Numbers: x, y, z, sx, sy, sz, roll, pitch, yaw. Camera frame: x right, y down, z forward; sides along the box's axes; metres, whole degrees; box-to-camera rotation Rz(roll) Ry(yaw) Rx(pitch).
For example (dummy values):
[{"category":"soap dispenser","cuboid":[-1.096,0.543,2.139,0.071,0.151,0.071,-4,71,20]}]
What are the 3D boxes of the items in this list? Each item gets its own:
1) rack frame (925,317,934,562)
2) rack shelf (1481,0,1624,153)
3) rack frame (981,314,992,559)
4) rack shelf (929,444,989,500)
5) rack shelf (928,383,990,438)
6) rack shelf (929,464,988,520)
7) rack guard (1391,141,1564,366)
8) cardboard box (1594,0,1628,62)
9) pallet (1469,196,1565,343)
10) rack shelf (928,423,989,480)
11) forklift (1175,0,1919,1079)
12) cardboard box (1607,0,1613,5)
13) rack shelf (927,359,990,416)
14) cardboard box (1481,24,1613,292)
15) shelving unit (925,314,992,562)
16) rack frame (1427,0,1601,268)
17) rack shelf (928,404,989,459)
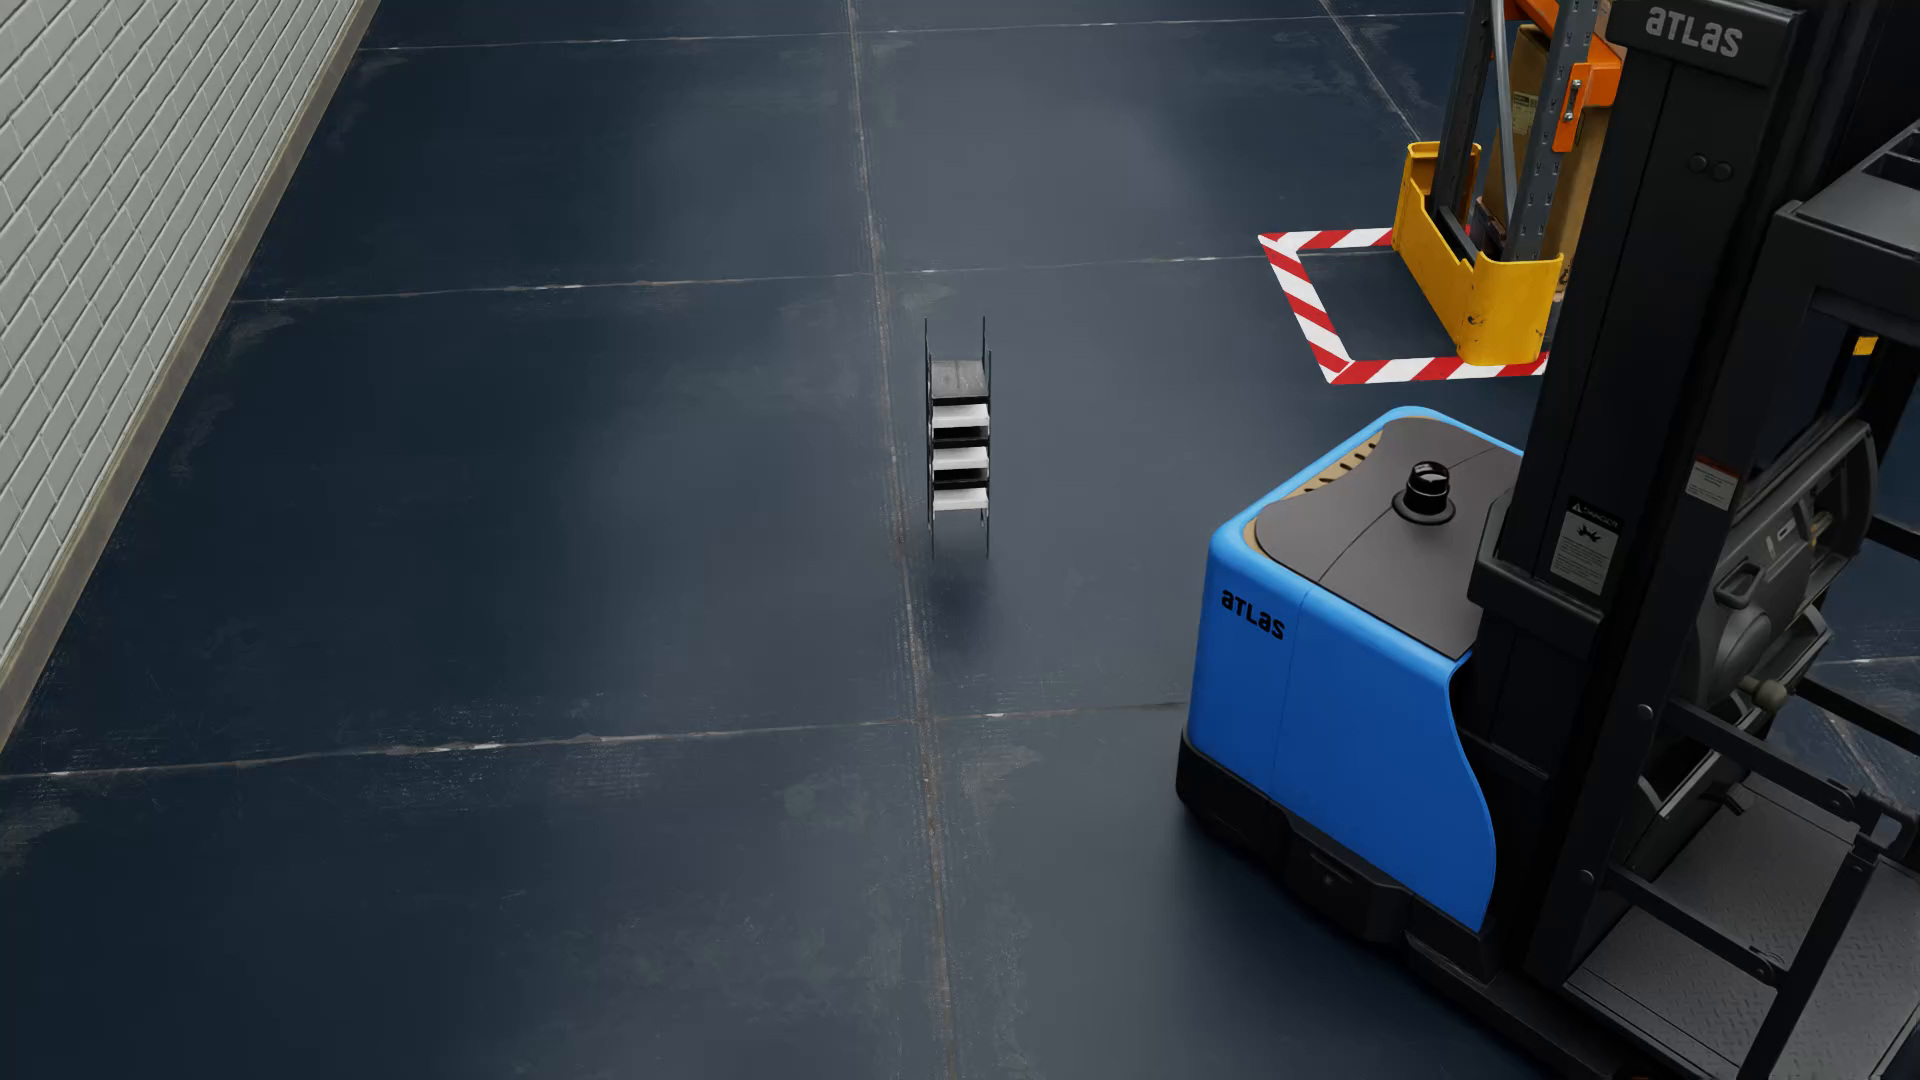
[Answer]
[{"category":"rack frame","cuboid":[-0.109,-0.347,5.964,0.006,0.900,0.240,-3,38,-4]},{"category":"rack shelf","cuboid":[4.325,-2.126,7.104,4.000,0.370,1.077,-3,38,-4]},{"category":"rack frame","cuboid":[0.093,-0.358,5.978,0.006,0.900,0.240,-3,38,-4]},{"category":"rack shelf","cuboid":[-0.008,-0.256,6.047,0.200,0.077,0.258,-3,38,-4]},{"category":"rack shelf","cuboid":[-0.008,-0.468,5.880,0.200,0.077,0.258,-3,38,-4]},{"category":"rack shelf","cuboid":[-0.008,-0.185,6.103,0.200,0.077,0.258,-3,38,-4]},{"category":"rack guard","cuboid":[2.309,-1.316,7.514,0.348,0.500,1.175,-3,38,-4]},{"category":"cardboard box","cuboid":[2.715,-2.016,6.586,0.250,0.149,0.380,-3,38,-3]},{"category":"pallet","cuboid":[3.122,-1.296,7.722,1.213,0.211,1.003,-3,38,-4]},{"category":"rack shelf","cuboid":[-0.008,-0.327,5.991,0.200,0.077,0.258,-3,38,-4]},{"category":"forklift","cuboid":[2.059,0.119,3.732,1.130,2.935,3.031,-31,48,-33]},{"category":"cardboard box","cuboid":[2.835,-2.216,6.518,0.500,0.250,0.500,-4,38,-5]},{"category":"rack shelf","cuboid":[-0.008,-0.539,5.824,0.200,0.077,0.258,-3,38,-4]},{"category":"cardboard box","cuboid":[2.963,-1.714,7.377,0.875,0.875,0.875,-3,38,-4]},{"category":"shelving unit","cuboid":[-0.008,-0.353,5.971,0.210,0.900,0.258,-3,38,-4]},{"category":"rack frame","cuboid":[2.332,-2.299,6.742,0.127,3.000,1.000,-3,38,-4]},{"category":"rack shelf","cuboid":[-0.008,-0.397,5.936,0.200,0.077,0.258,-3,38,-4]}]
